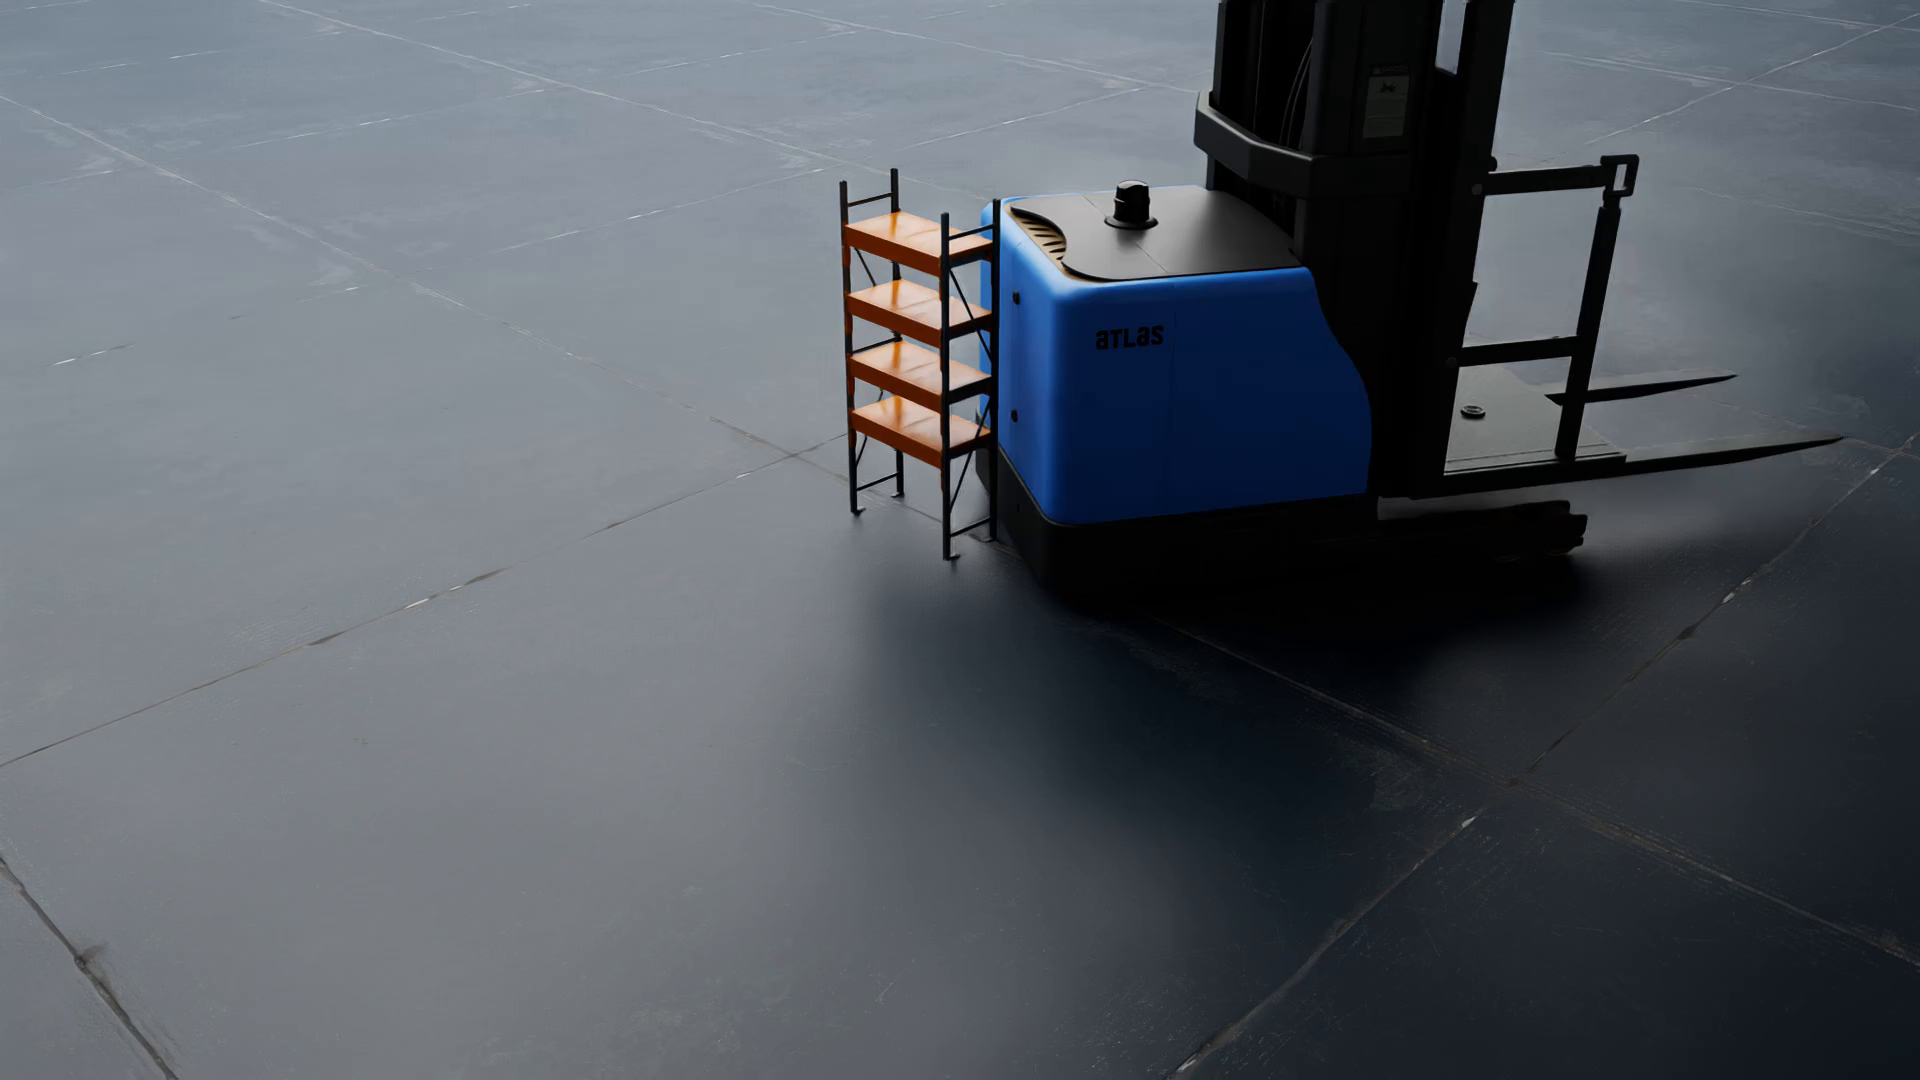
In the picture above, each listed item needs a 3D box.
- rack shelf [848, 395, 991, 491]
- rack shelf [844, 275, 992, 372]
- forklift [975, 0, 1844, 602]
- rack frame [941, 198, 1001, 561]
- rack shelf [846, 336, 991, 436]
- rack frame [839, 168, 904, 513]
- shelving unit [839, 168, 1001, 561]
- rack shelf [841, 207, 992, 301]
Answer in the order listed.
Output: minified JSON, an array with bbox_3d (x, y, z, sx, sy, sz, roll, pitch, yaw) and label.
[{"bbox_3d":[-0.132,-0.348,5.694,0.258,0.148,0.480,-23,36,-37],"label":"rack shelf"},{"bbox_3d":[-0.132,-0.722,5.497,0.258,0.148,0.480,-23,36,-37],"label":"rack shelf"},{"bbox_3d":[1.630,-1.454,5.366,3.031,2.935,1.130,-6,28,-12],"label":"forklift"},{"bbox_3d":[0.034,-0.500,5.412,0.240,1.200,0.015,-23,36,-37],"label":"rack frame"},{"bbox_3d":[-0.132,-0.524,5.601,0.258,0.148,0.480,-23,36,-37],"label":"rack shelf"},{"bbox_3d":[-0.298,-0.666,5.728,0.240,1.200,0.015,-23,36,-37],"label":"rack frame"},{"bbox_3d":[-0.132,-0.583,5.570,0.258,1.200,0.503,-23,36,-37],"label":"shelving unit"},{"bbox_3d":[-0.132,-0.931,5.387,0.258,0.148,0.480,-23,36,-37],"label":"rack shelf"}]
